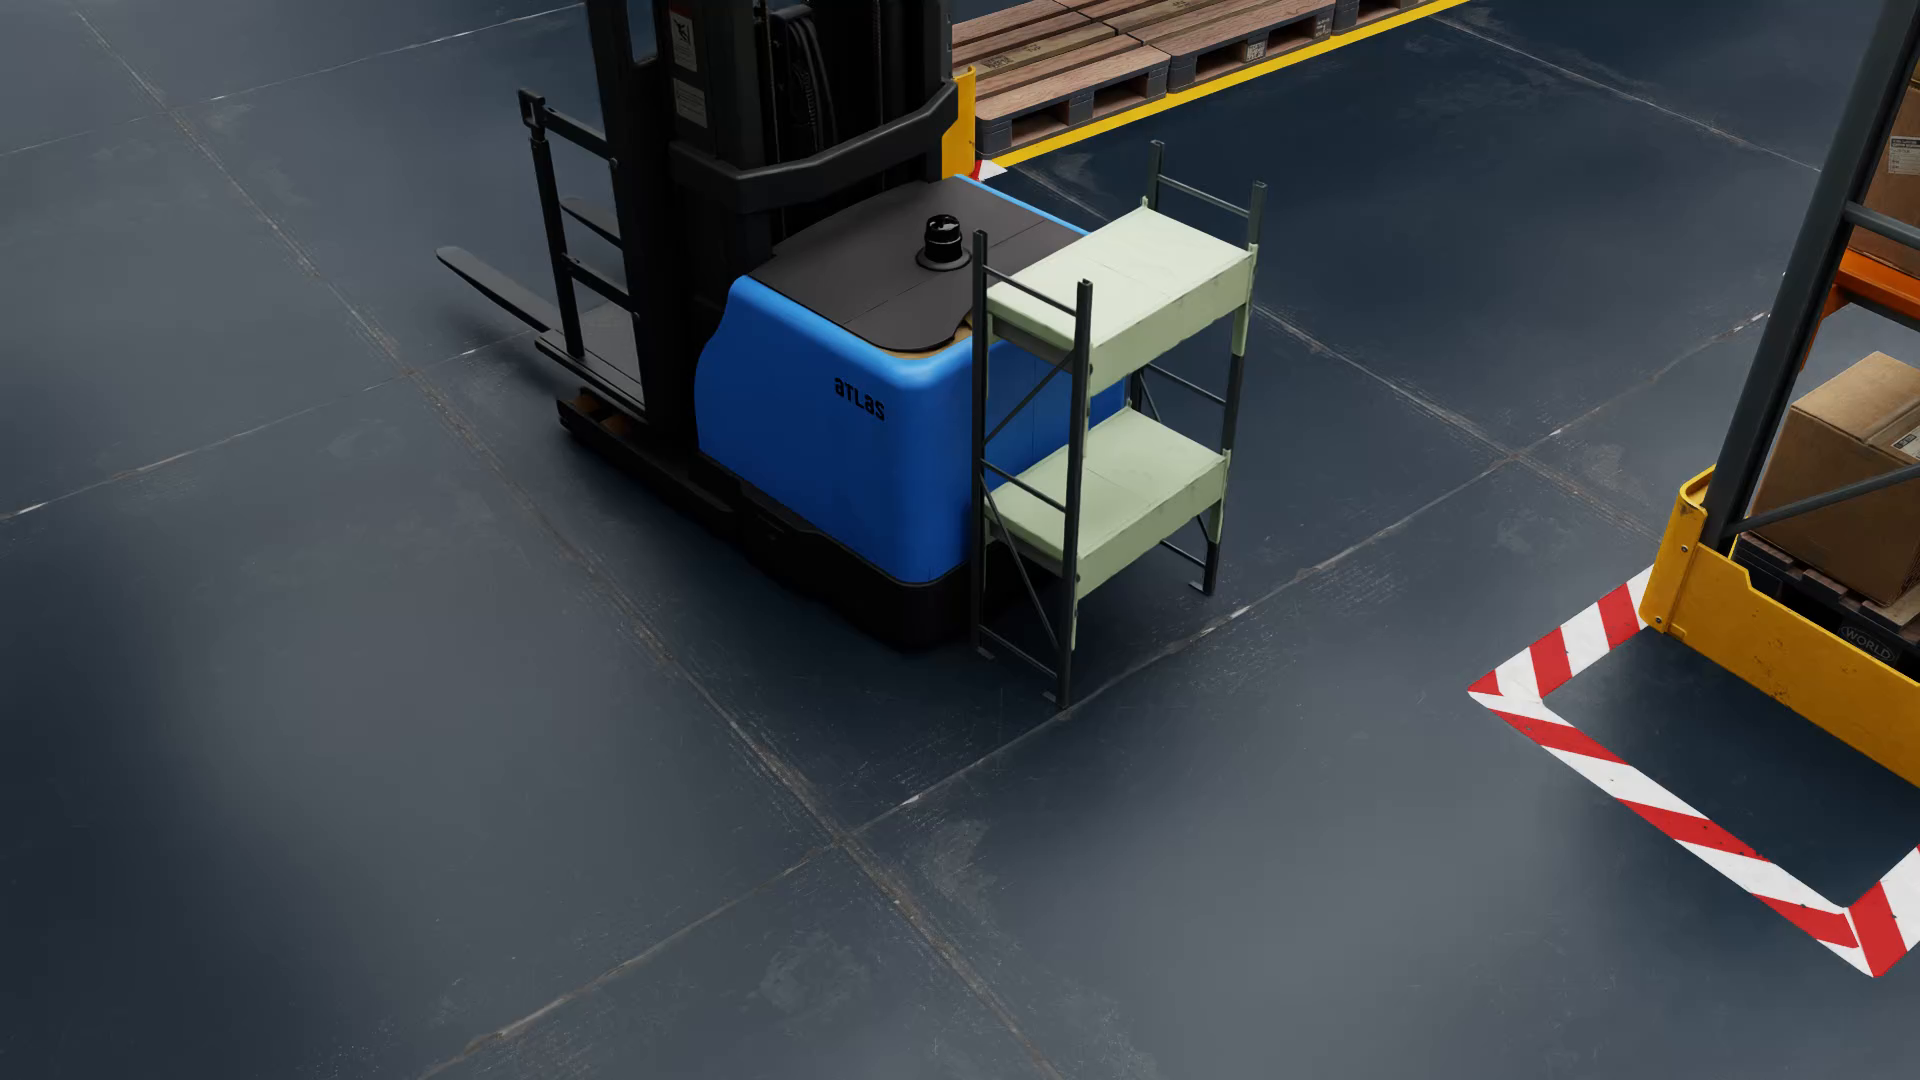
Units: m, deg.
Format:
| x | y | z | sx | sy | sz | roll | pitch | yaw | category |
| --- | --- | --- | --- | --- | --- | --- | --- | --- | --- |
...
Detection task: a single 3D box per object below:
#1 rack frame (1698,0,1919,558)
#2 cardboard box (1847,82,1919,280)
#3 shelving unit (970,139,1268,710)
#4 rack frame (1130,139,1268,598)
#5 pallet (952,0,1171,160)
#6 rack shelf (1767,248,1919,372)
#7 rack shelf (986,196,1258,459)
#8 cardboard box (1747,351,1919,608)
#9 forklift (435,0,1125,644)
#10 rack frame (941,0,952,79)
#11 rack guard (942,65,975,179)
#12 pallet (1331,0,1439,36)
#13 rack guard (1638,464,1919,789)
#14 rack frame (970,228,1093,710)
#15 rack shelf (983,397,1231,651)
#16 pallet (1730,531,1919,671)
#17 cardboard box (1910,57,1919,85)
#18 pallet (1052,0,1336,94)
| x | y | z | sx | sy | sz | roll | pitch | yaw | category |
| --- | --- | --- | --- | --- | --- | --- | --- | --- | --- |
| 2.631 | -0.662 | 4.192 | 0.127 | 3.000 | 1.000 | -26 | 46 | -28 | rack frame |
| 2.820 | -1.011 | 4.538 | 0.500 | 0.500 | 0.500 | -25 | 45 | -27 | cardboard box |
| 0.440 | -0.315 | 4.952 | 0.431 | 1.500 | 0.755 | 32 | 49 | 33 | shelving unit |
| 0.696 | -0.481 | 5.154 | 0.400 | 1.500 | 0.023 | 32 | 49 | 33 | rack frame |
| 0.293 | -2.376 | 8.480 | 1.213 | 0.211 | 1.003 | -26 | 46 | -28 | pallet |
| 4.217 | -1.157 | 5.363 | 4.000 | 0.370 | 1.077 | -26 | 46 | -28 | rack shelf |
| 0.440 | -0.617 | 4.704 | 0.431 | 0.370 | 0.720 | 32 | 49 | 33 | rack shelf |
| 2.912 | -0.200 | 5.253 | 0.500 | 0.500 | 0.500 | -26 | 46 | -28 | cardboard box |
| -0.848 | -1.631 | 5.427 | 3.031 | 2.935 | 1.130 | 32 | 49 | 33 | forklift |
| -0.385 | -3.155 | 7.231 | 0.127 | 3.000 | 1.000 | -26 | 46 | -28 | rack frame |
| -0.396 | -2.172 | 8.004 | 0.348 | 0.500 | 1.175 | -26 | 46 | -28 | rack guard |
| 2.228 | -3.319 | 9.629 | 1.213 | 0.211 | 1.003 | -26 | 46 | -28 | pallet |
| 2.691 | 0.275 | 5.021 | 0.348 | 0.500 | 1.175 | -26 | 46 | -28 | rack guard |
| 0.184 | -0.150 | 4.749 | 0.400 | 1.500 | 0.023 | 32 | 49 | 33 | rack frame |
| 0.439 | -0.064 | 5.159 | 0.431 | 0.370 | 0.720 | 32 | 49 | 33 | rack shelf |
| 3.323 | 0.078 | 5.489 | 1.213 | 0.211 | 1.003 | -26 | 46 | -28 | pallet |
| 2.816 | -1.398 | 4.222 | 0.500 | 0.500 | 0.500 | -26 | 46 | -28 | cardboard box |
| 1.260 | -2.845 | 9.051 | 1.213 | 0.211 | 1.003 | -26 | 46 | -28 | pallet |
